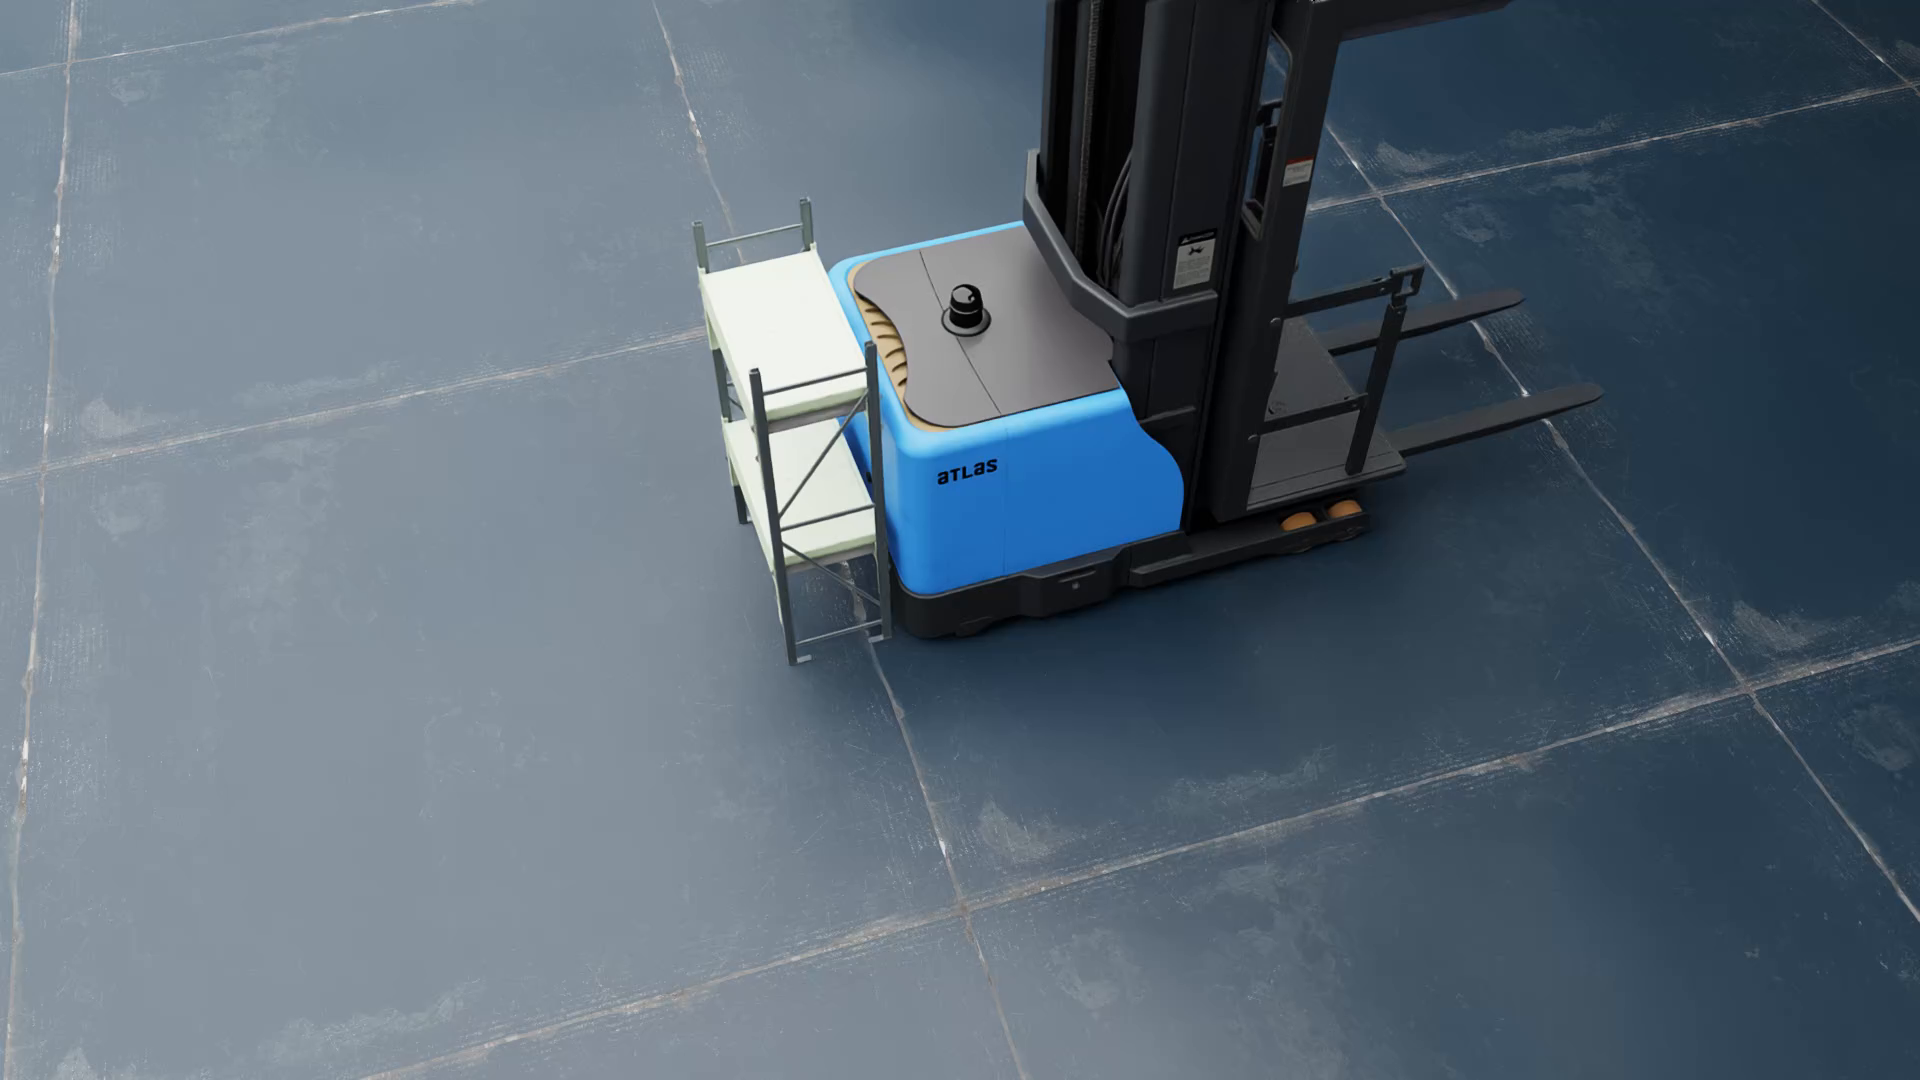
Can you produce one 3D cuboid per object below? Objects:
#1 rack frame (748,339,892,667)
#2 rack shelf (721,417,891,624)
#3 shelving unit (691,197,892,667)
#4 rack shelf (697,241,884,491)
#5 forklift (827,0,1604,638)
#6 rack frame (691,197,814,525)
[{"bbox_3d":[-0.447,-0.073,5.621,0.400,1.500,0.023,-15,51,-12],"label":"rack frame"},{"bbox_3d":[-0.568,-0.127,6.093,0.431,0.370,0.720,-15,51,-12],"label":"rack shelf"},{"bbox_3d":[-0.568,-0.337,5.843,0.431,1.500,0.755,-15,51,-12],"label":"shelving unit"},{"bbox_3d":[-0.568,-0.589,5.545,0.431,0.370,0.720,-15,51,-12],"label":"rack shelf"},{"bbox_3d":[1.078,-1.265,5.689,3.031,2.935,1.130,-15,51,-12],"label":"forklift"},{"bbox_3d":[-0.689,-0.602,6.066,0.400,1.500,0.023,-15,51,-12],"label":"rack frame"}]
